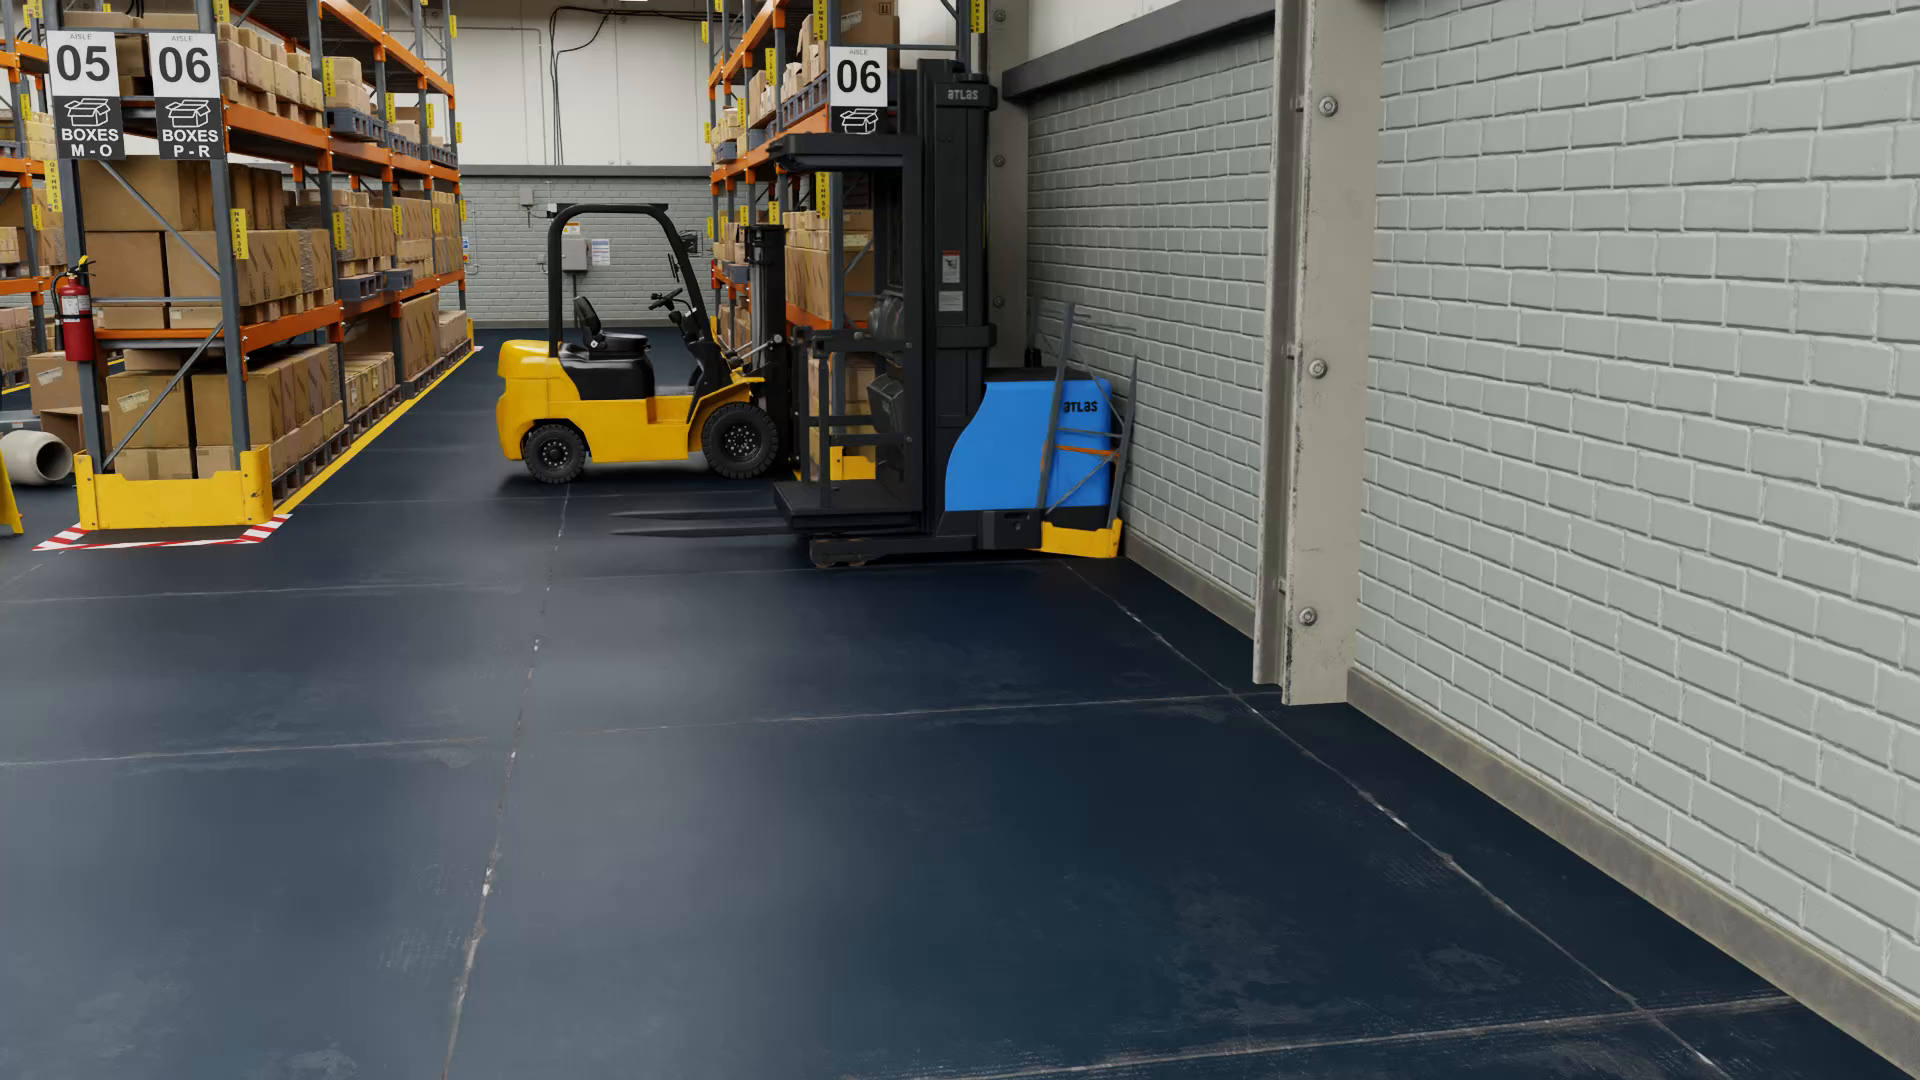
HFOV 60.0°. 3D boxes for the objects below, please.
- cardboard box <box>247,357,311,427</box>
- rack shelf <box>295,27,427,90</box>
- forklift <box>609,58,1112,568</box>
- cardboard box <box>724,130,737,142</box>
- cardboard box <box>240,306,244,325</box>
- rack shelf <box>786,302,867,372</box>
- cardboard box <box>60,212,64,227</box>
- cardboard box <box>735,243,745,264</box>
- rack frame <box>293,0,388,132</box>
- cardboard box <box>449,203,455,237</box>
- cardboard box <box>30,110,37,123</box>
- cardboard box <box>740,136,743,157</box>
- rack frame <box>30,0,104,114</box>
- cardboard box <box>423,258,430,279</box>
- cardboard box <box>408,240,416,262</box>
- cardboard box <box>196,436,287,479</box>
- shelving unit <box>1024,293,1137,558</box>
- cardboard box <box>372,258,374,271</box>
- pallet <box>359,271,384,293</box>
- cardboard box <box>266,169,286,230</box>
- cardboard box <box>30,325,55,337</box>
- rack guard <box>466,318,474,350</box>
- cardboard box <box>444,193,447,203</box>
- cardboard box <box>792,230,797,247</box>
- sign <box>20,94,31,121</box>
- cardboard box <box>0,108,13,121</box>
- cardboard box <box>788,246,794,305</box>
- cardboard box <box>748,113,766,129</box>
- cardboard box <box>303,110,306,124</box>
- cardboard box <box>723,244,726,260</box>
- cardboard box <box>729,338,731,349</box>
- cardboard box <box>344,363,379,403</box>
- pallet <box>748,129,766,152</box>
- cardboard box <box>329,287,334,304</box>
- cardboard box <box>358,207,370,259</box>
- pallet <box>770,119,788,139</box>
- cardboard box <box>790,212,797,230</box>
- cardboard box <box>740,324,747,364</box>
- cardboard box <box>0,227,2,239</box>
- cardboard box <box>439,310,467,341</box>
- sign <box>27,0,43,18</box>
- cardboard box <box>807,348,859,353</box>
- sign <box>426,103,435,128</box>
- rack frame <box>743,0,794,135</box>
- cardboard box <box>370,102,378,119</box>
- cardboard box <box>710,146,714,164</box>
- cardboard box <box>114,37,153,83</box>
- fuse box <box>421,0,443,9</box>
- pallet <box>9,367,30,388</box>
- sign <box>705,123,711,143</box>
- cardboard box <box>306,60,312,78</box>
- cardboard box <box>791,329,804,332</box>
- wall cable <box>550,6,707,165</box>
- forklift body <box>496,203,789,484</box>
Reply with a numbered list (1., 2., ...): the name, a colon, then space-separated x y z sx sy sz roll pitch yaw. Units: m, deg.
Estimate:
1. cardboard box: -5.380 -1.150 12.941 0.500 0.500 0.500 -2 11 -10
2. rack shelf: -7.238 -5.807 20.132 1.077 0.370 4.000 -2 11 -11
3. forklift: -0.636 -1.382 10.117 3.031 2.935 1.130 -2 11 -12
4. cardboard box: -2.890 -5.307 21.814 0.380 0.149 0.250 -2 11 -12
5. cardboard box: -5.219 -1.568 11.583 0.380 0.149 0.250 -2 11 -10
6. rack shelf: -0.814 -1.770 13.898 1.077 0.370 4.000 -2 11 -11
7. cardboard box: -12.495 -4.544 22.811 0.500 0.500 0.500 -2 11 -10
8. cardboard box: -2.504 -3.538 20.542 0.500 0.250 0.500 -3 11 -14
9. rack frame: -6.849 -5.990 18.100 1.000 3.000 0.127 -2 11 -11
10. cardboard box: -7.854 -4.785 24.873 0.500 0.500 0.500 -2 11 -11
11. cardboard box: -12.302 -5.533 21.717 0.380 0.149 0.250 -3 11 -13
12. cardboard box: -2.417 -4.801 20.279 0.500 0.250 0.500 -2 11 -11
13. rack frame: -13.241 -7.259 24.766 1.000 3.000 0.127 -2 11 -11
14. cardboard box: -7.195 -3.536 21.654 0.500 0.250 0.500 -2 11 -12
15. cardboard box: -6.890 -3.503 20.144 0.500 0.250 0.500 -2 11 -11
16. cardboard box: -5.179 -0.589 12.000 0.500 0.250 0.500 -2 11 -11
17. shelving unit: 0.698 -0.747 10.479 0.587 1.500 1.083 7 11 -10
18. cardboard box: -6.176 -2.793 16.896 0.380 0.149 0.250 -2 11 -13
19. pallet: -6.424 -2.587 16.779 1.003 0.211 1.213 -2 11 -11
20. cardboard box: -6.198 -2.907 14.210 0.700 0.500 0.500 -2 11 -12
21. cardboard box: -12.322 -2.799 22.292 0.380 0.149 0.250 -2 11 -8
22. rack guard: -8.410 -3.287 26.627 1.175 0.500 0.348 -2 11 -11
23. cardboard box: -7.837 -5.078 24.680 0.380 0.149 0.250 -2 11 -10
24. cardboard box: -1.244 -2.600 14.331 0.380 0.149 0.250 -2 11 -12
25. sign: -11.919 -5.520 21.216 0.100 0.325 0.005 -2 11 -11
26. cardboard box: -12.282 -5.481 21.448 0.380 0.149 0.250 -2 11 -12
27. cardboard box: -1.255 -2.354 14.773 0.500 0.500 0.500 -2 11 -10
28. cardboard box: -2.211 -4.763 18.912 0.380 0.166 0.250 -2 11 -11
29. cardboard box: -5.748 -3.563 14.044 0.380 0.149 0.250 -2 11 -10
30. cardboard box: -3.209 -4.206 24.378 0.500 0.250 0.500 -2 11 -11
31. cardboard box: -3.155 -2.855 24.175 0.380 0.149 0.250 -2 11 -13
32. cardboard box: -6.456 -1.580 16.880 0.950 0.372 0.625 -2 11 -9
33. pallet: -1.761 -4.484 18.713 1.213 0.211 1.003 -2 11 -8
34. cardboard box: -5.710 -2.138 14.578 0.380 0.149 0.250 -2 11 -12
35. cardboard box: -6.062 -2.990 16.198 0.500 0.500 0.500 -2 11 -11
36. pallet: -1.387 -4.031 16.343 0.805 0.209 1.217 -3 11 -13
37. cardboard box: -1.285 -2.793 14.550 0.380 0.149 0.250 -2 11 -10
38. cardboard box: -2.585 -2.555 21.659 0.500 0.500 0.500 -3 11 -13
39. cardboard box: -12.092 -3.790 20.543 0.380 0.149 0.250 -2 11 -13
40. cardboard box: -8.179 -3.340 25.953 0.875 0.438 0.875 -3 11 -13
41. sign: -5.842 -3.468 10.502 0.100 0.325 0.005 -2 11 -11
42. cardboard box: -1.125 -1.455 13.877 0.500 0.250 0.500 -2 11 -12
43. sign: -7.097 -5.680 22.270 0.100 0.325 0.005 -2 11 -11
44. rack frame: -1.981 -6.171 19.052 1.000 3.000 0.127 -2 11 -11
45. cardboard box: -7.740 -5.333 21.282 0.500 0.500 0.500 -2 11 -12
46. cardboard box: -3.719 -6.146 26.548 0.500 0.250 0.500 -2 11 -12
47. cardboard box: -5.657 -3.206 11.099 0.500 0.250 0.500 -2 11 -12
48. fuse box: -9.768 -10.048 30.864 0.513 0.334 0.176 -2 11 -11
49. pallet: -12.310 -2.065 20.983 1.003 0.211 1.213 -2 11 -11
50. sign: -4.069 -6.574 26.856 0.100 0.325 0.005 -2 11 -11
51. cardboard box: -5.670 -3.956 13.975 0.380 0.149 0.250 -2 11 -12
52. cardboard box: -1.738 -2.029 18.564 0.875 0.625 0.625 -2 11 -9
53. wall cable: -6.310 -8.630 31.870 2.988 3.039 0.133 -2 11 -11
54. forklift body: -2.583 -1.621 13.462 2.313 2.155 1.214 -2 11 -11
